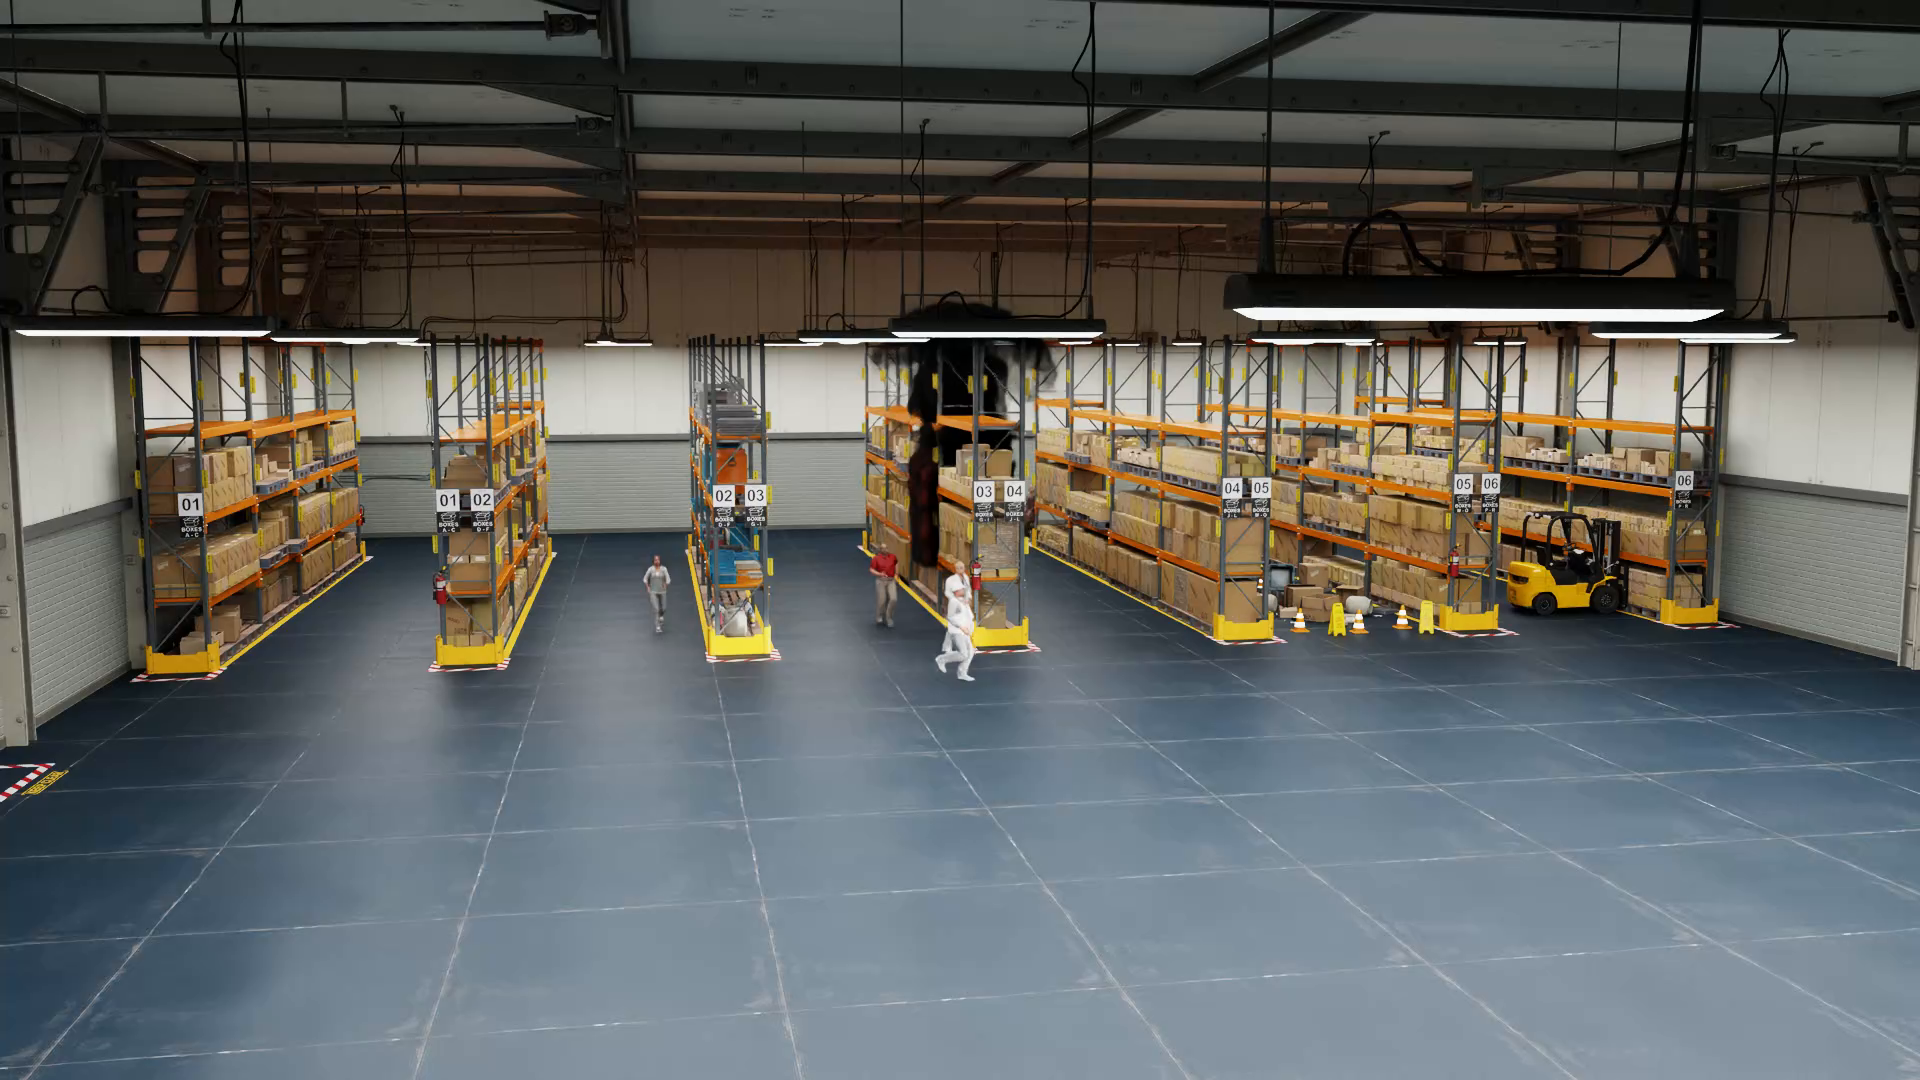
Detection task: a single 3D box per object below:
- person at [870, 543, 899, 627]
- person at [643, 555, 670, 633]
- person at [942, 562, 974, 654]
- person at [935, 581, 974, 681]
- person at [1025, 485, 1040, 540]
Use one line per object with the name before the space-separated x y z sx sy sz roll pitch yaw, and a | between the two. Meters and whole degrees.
person | -1.551 0.939 34.554 0.665 1.766 0.723 -2 7 -15
person | -6.169 1.076 33.864 0.541 1.552 0.666 -2 7 -14
person | 0.004 1.313 31.053 0.739 1.822 0.746 -6 9 -40
person | -0.077 1.578 28.836 0.674 1.741 0.647 1 7 12
person | 2.159 -0.795 49.640 0.677 1.735 0.756 -2 7 -21
